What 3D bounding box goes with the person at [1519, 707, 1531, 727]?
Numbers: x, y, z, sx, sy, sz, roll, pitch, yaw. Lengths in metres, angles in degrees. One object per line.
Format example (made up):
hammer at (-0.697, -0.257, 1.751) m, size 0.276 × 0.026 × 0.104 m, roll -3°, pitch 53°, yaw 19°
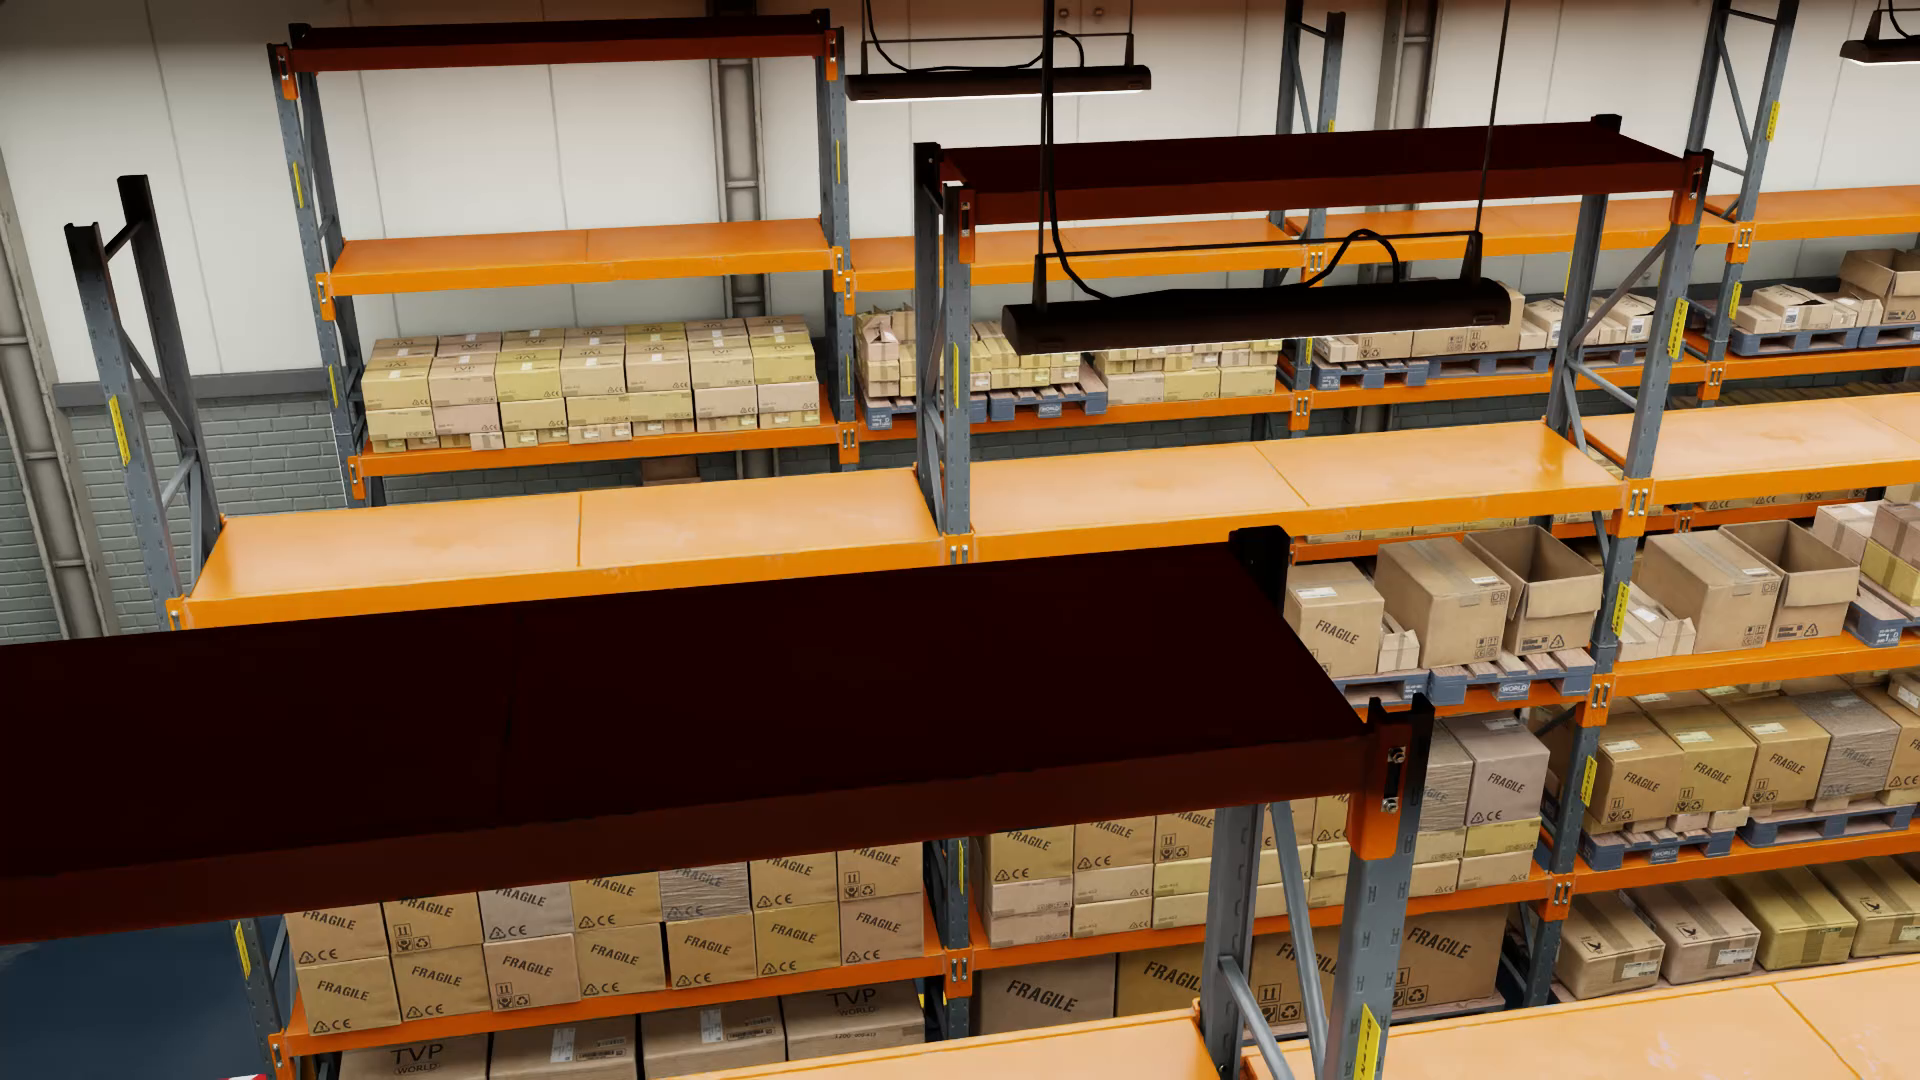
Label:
person at (4.369, 1.573, 13.163) m, size 0.754 × 1.652 × 0.706 m, roll -4°, pitch 26°, yaw -8°
